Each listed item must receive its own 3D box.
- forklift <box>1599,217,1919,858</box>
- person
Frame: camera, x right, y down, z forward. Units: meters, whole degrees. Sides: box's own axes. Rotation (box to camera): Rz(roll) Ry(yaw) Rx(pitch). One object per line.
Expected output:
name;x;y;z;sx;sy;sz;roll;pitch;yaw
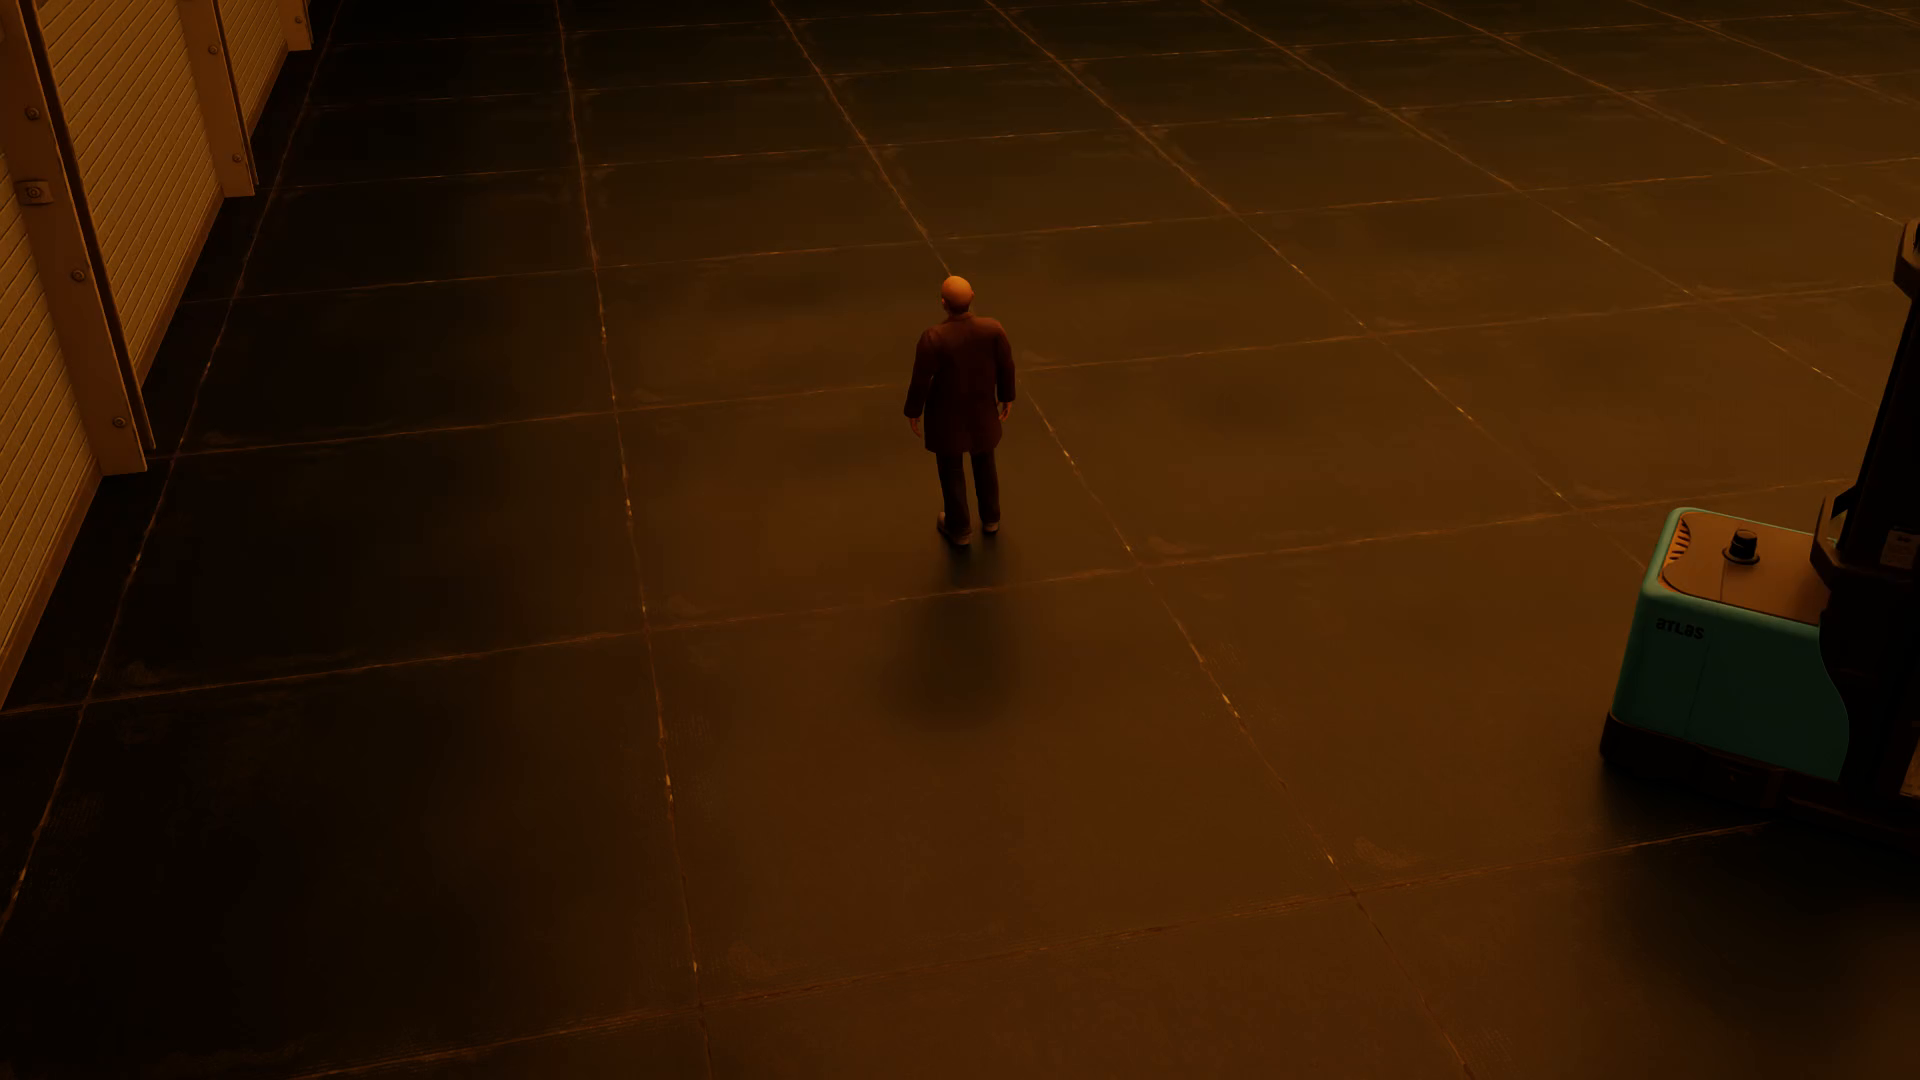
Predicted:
forklift;4.809;0.036;7.512;3.031;2.935;1.130;15;33;25
person;-0.016;-0.820;10.128;0.696;1.776;0.582;-7;31;-12
